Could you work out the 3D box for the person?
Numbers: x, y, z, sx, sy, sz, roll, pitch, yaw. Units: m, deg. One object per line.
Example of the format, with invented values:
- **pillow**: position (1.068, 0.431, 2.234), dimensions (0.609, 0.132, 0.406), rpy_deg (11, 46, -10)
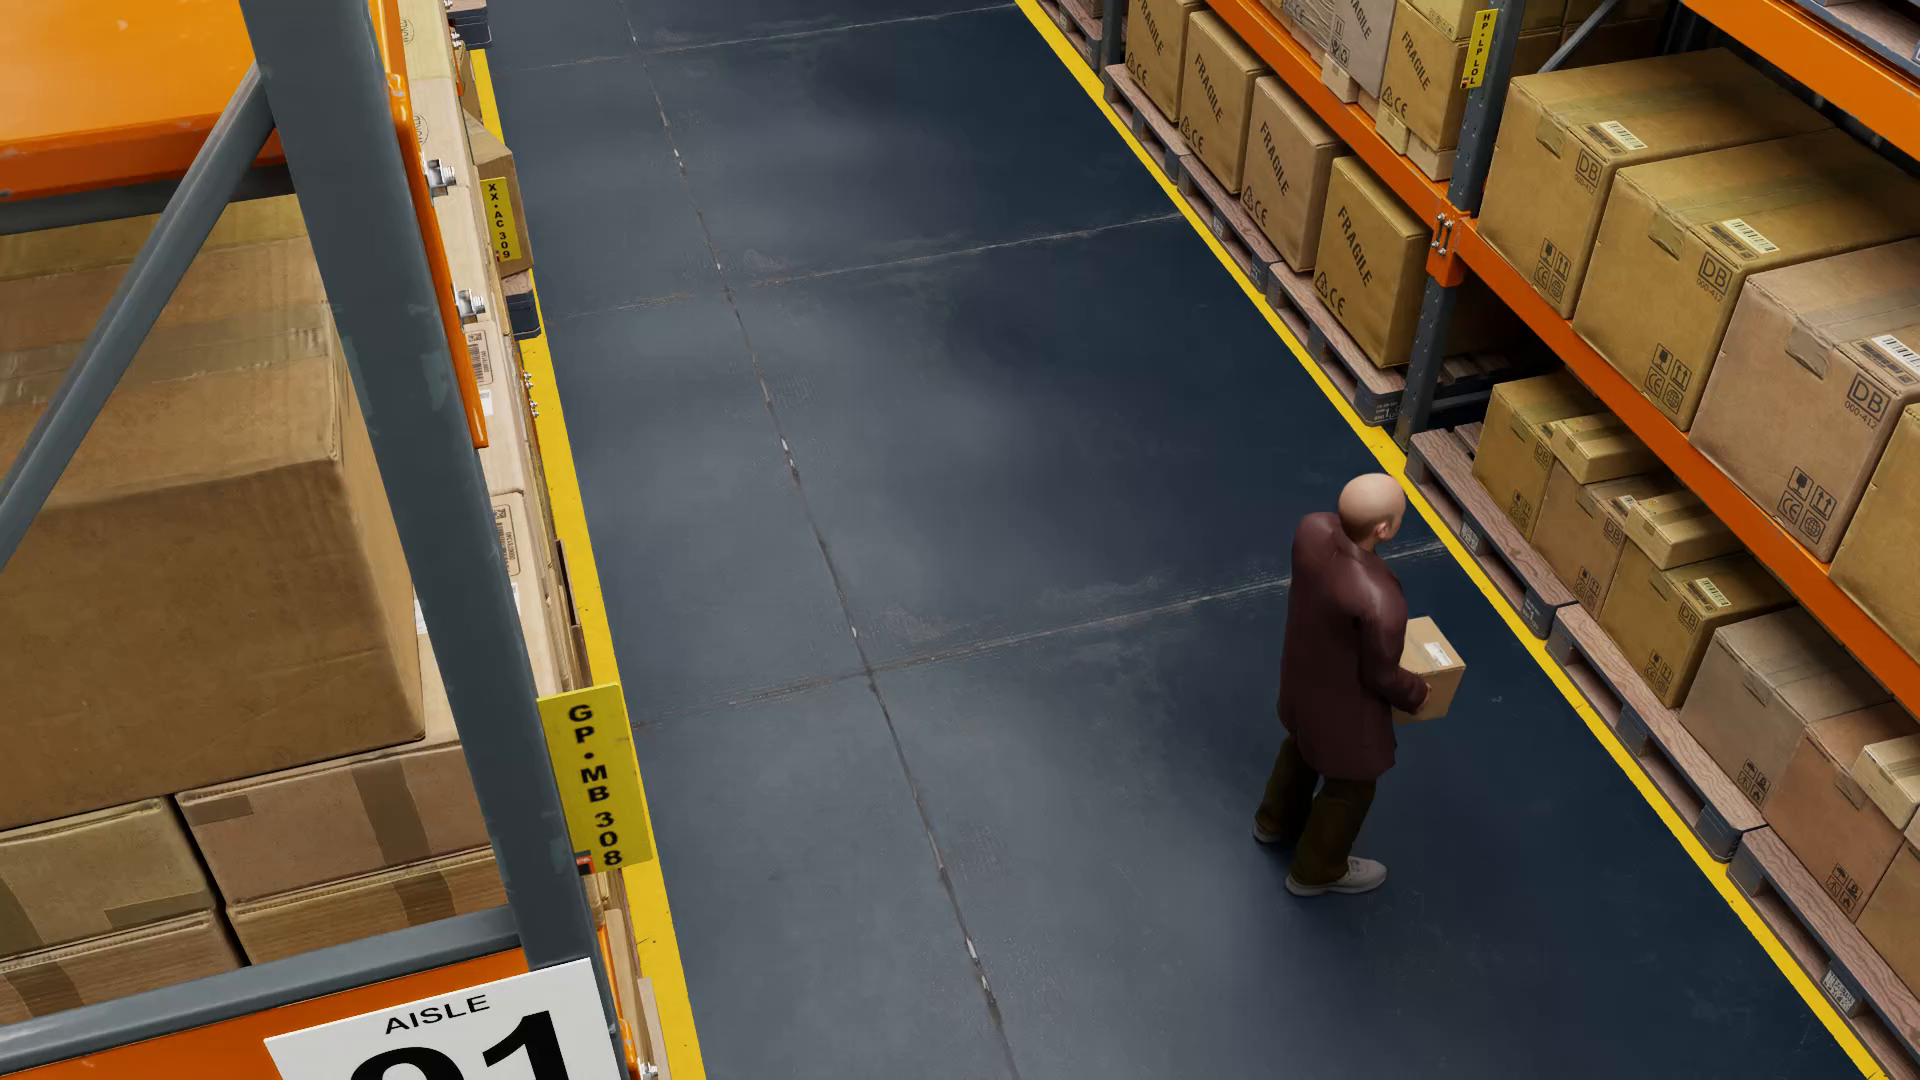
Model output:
- **person**: position (1.319, 0.478, 5.628), dimensions (0.467, 1.782, 0.575), rpy_deg (-12, 43, -14)
